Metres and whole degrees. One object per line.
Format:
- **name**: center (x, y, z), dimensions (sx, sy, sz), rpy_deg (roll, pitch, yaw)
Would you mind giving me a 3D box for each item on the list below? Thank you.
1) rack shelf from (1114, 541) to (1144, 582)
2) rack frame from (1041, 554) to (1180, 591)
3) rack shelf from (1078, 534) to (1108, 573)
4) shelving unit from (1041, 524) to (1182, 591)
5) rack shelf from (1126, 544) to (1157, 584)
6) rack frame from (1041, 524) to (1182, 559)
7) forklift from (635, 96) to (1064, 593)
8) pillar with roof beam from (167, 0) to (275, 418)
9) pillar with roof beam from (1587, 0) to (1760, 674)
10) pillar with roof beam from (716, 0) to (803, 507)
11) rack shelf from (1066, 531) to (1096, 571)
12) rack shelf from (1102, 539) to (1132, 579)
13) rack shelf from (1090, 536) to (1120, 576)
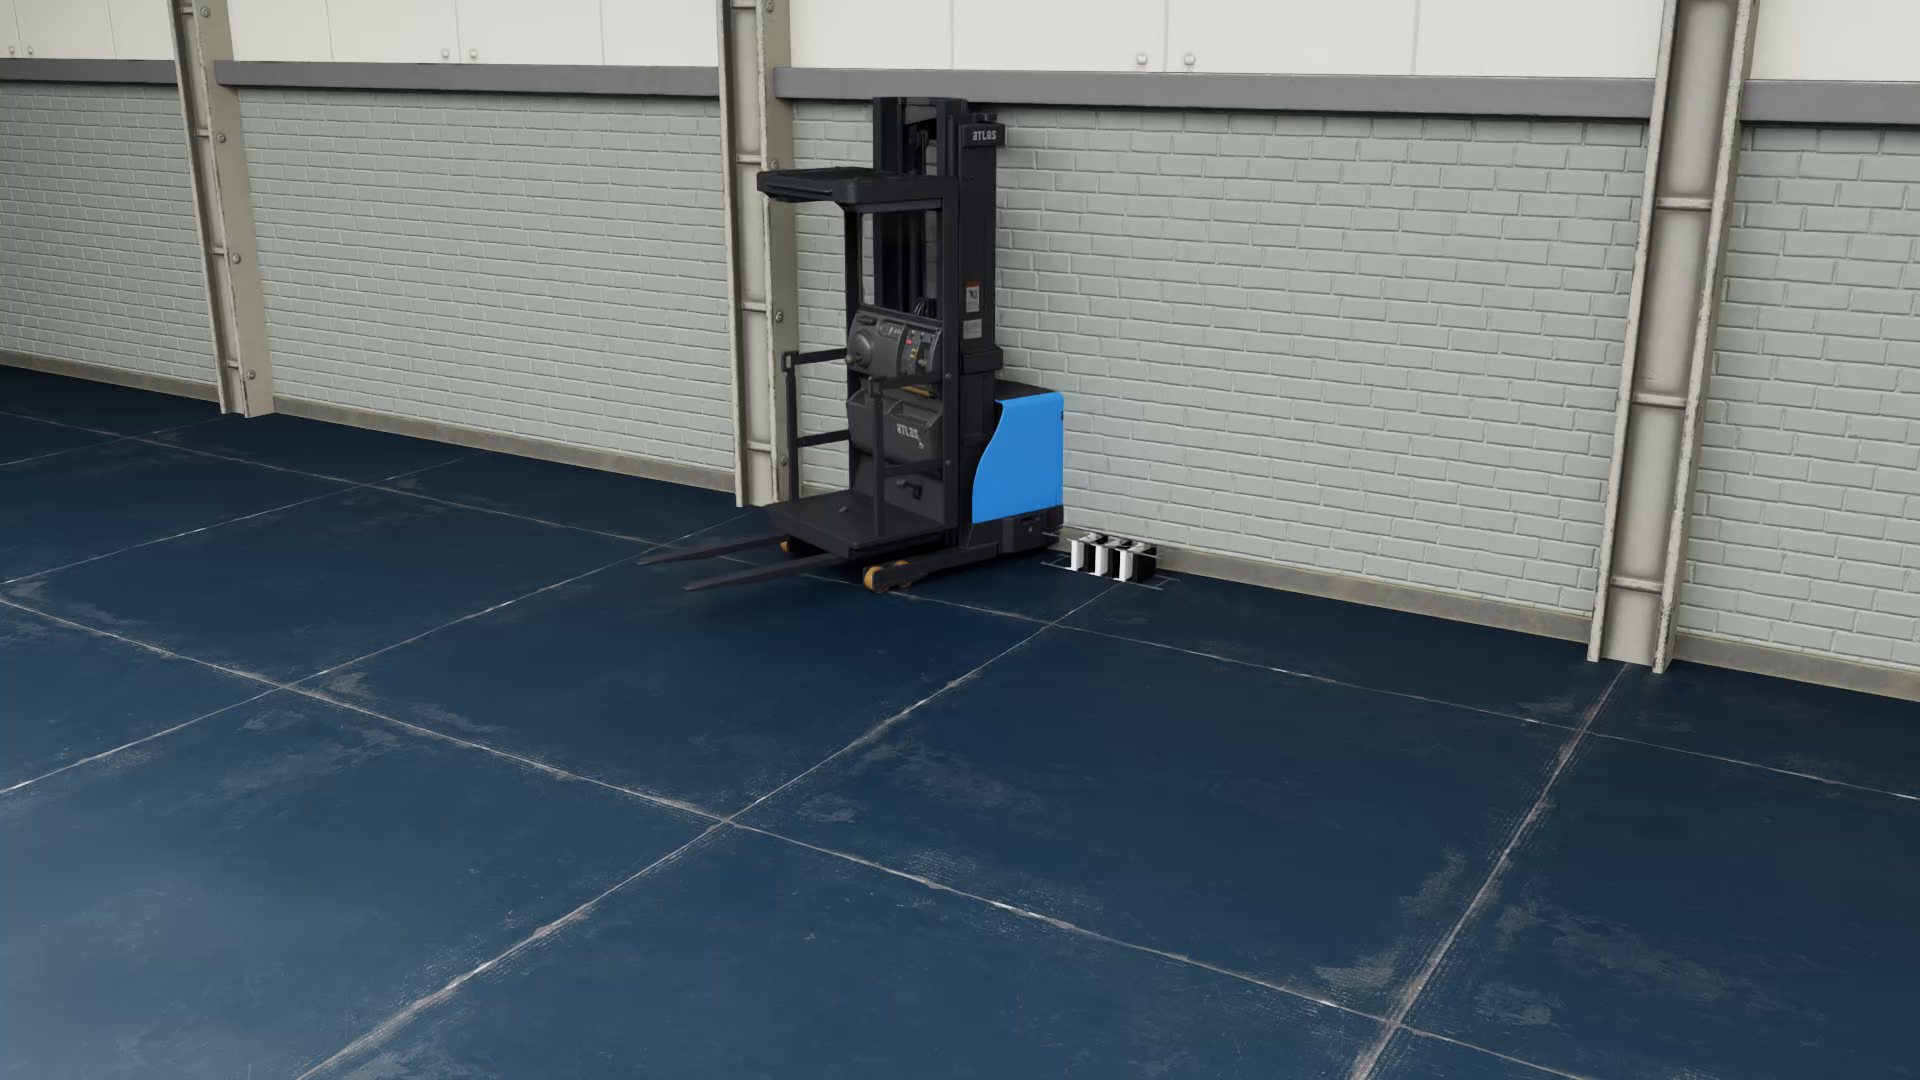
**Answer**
- **rack shelf**: center (1.080, 0.132, 10.576), dimensions (0.077, 0.200, 0.258), rpy_deg (12, 21, 34)
- **rack frame**: center (0.960, 0.203, 10.688), dimensions (0.900, 0.006, 0.240), rpy_deg (12, 21, 34)
- **rack shelf**: center (0.861, 0.084, 10.727), dimensions (0.077, 0.200, 0.258), rpy_deg (12, 21, 34)
- **shelving unit**: center (0.961, 0.106, 10.658), dimensions (0.900, 0.210, 0.258), rpy_deg (12, 21, 34)
- **rack shelf**: center (1.153, 0.148, 10.526), dimensions (0.077, 0.200, 0.258), rpy_deg (12, 21, 34)
- **rack frame**: center (0.962, 0.009, 10.628), dimensions (0.900, 0.006, 0.240), rpy_deg (12, 21, 34)
- **forklift**: center (-0.584, -1.246, 10.441), dimensions (3.031, 2.935, 1.130), rpy_deg (-12, 21, -35)
- **pillar with roof beam**: center (-8.763, -4.409, 10.412), dimensions (0.400, 9.000, 9.100), rpy_deg (10, 20, 30)
- **pillar with roof beam**: center (1.463, -2.583, 4.403), dimensions (0.400, 9.000, 9.100), rpy_deg (10, 20, 30)
- **pillar with roof beam**: center (-3.650, -3.496, 7.408), dimensions (0.400, 9.000, 9.100), rpy_deg (10, 20, 30)
- **rack shelf**: center (0.788, 0.068, 10.778), dimensions (0.077, 0.200, 0.258), rpy_deg (12, 21, 34)
- **rack shelf**: center (1.007, 0.116, 10.627), dimensions (0.077, 0.200, 0.258), rpy_deg (12, 21, 34)
- **rack shelf**: center (0.934, 0.100, 10.677), dimensions (0.077, 0.200, 0.258), rpy_deg (12, 21, 34)
